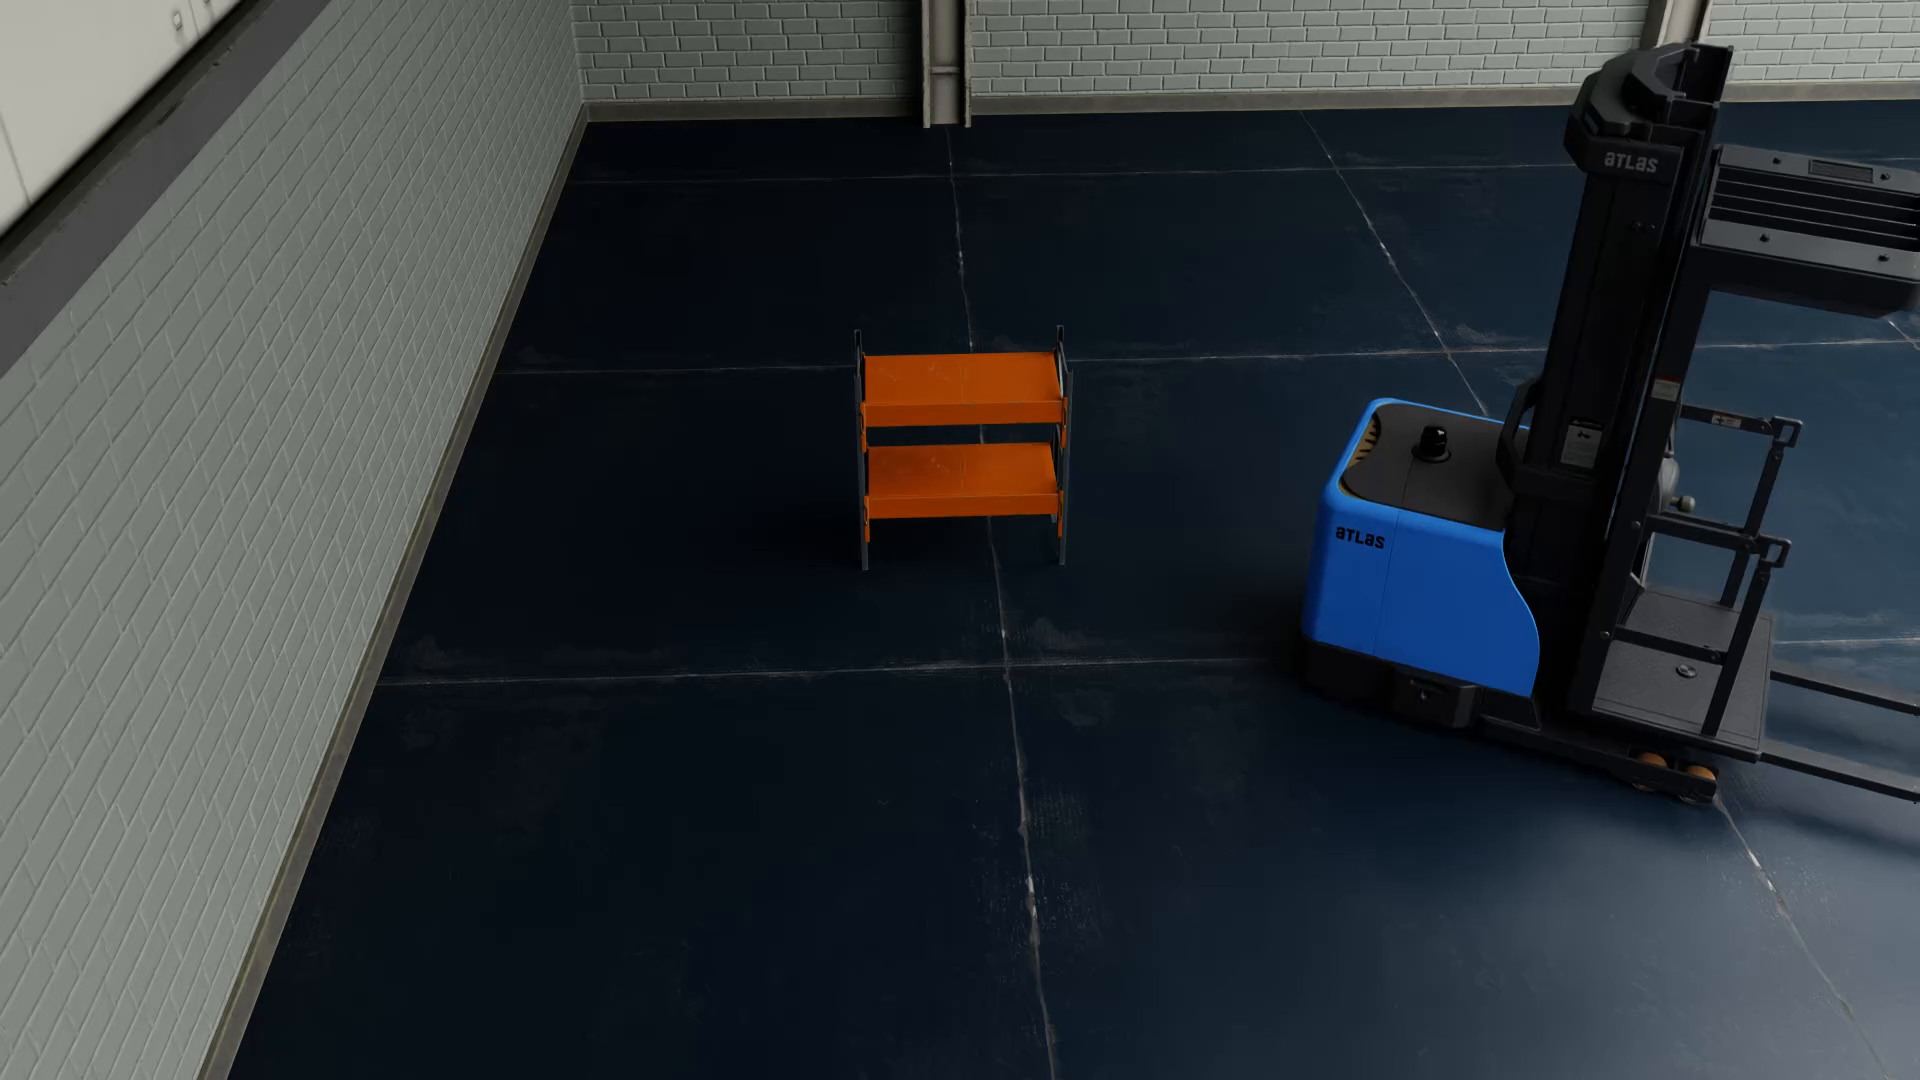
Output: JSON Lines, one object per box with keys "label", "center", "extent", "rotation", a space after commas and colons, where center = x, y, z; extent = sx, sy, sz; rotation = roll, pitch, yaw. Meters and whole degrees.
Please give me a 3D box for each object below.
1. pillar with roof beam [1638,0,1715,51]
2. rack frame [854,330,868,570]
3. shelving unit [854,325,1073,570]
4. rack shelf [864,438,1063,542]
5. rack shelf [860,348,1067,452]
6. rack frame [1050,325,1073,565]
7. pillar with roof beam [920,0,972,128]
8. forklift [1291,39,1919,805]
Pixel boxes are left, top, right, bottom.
{"label": "pillar with roof beam", "center": [6.082, -4.899, 7.957], "extent": [0.400, 9.000, 9.100], "rotation": [-2, 35, -2]}
{"label": "rack frame", "center": [-0.501, -0.449, 8.447], "extent": [0.032, 1.125, 0.500], "rotation": [-2, 35, -2]}
{"label": "shelving unit", "center": [0.007, -0.463, 8.466], "extent": [1.048, 1.125, 0.538], "rotation": [-2, 35, -2]}
{"label": "rack shelf", "center": [0.007, -0.262, 8.606], "extent": [1.000, 0.278, 0.538], "rotation": [-2, 35, -2]}
{"label": "rack shelf", "center": [0.007, -0.703, 8.300], "extent": [1.000, 0.278, 0.538], "rotation": [-2, 35, -2]}
{"label": "rack frame", "center": [0.515, -0.476, 8.486], "extent": [0.032, 1.125, 0.500], "rotation": [-2, 35, -2]}
{"label": "pillar with roof beam", "center": [0.089, -4.737, 7.724], "extent": [0.400, 9.000, 9.100], "rotation": [-2, 35, -2]}
{"label": "forklift", "center": [3.110, -0.416, 6.811], "extent": [3.031, 2.935, 1.130], "rotation": [15, 37, 20]}
